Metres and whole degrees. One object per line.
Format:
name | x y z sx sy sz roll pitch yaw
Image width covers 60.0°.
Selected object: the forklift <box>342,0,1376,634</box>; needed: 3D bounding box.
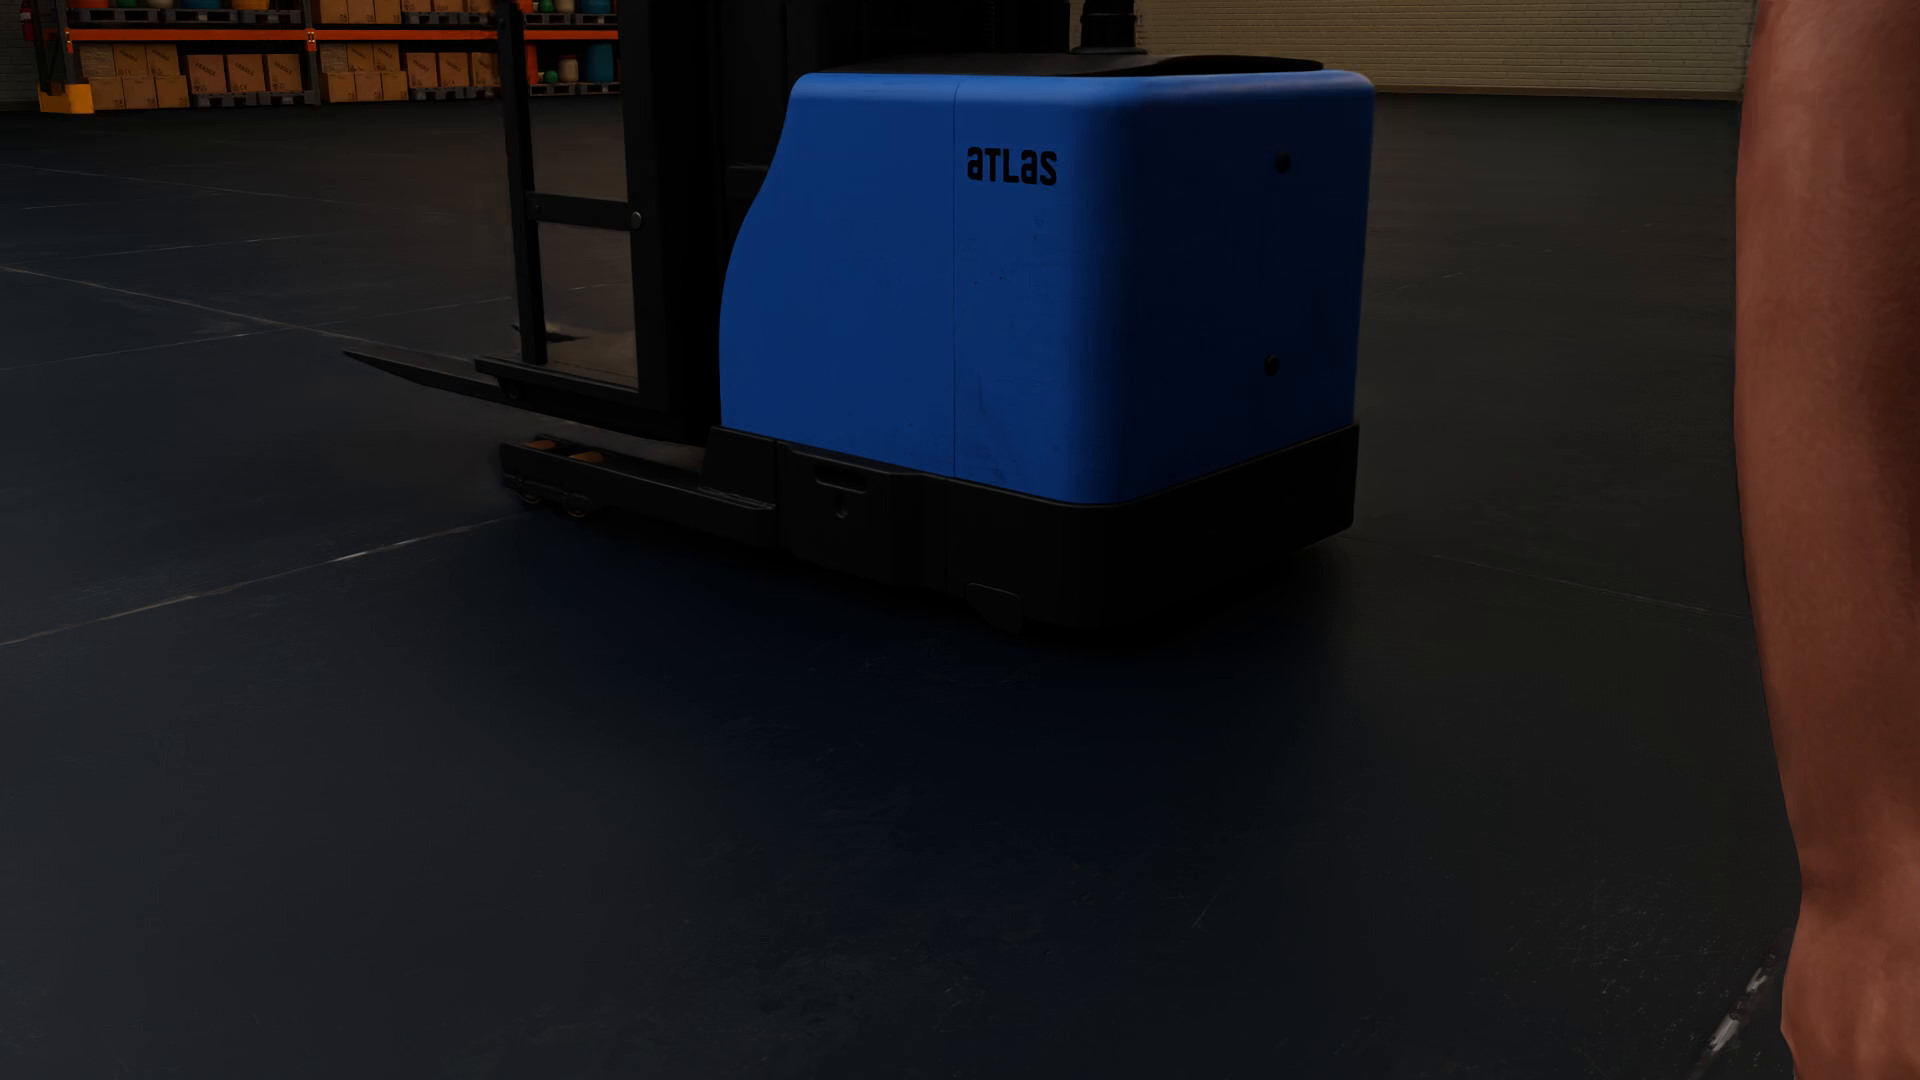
forklift | -0.536 -1.556 4.023 3.031 2.935 1.130 14 22 39
